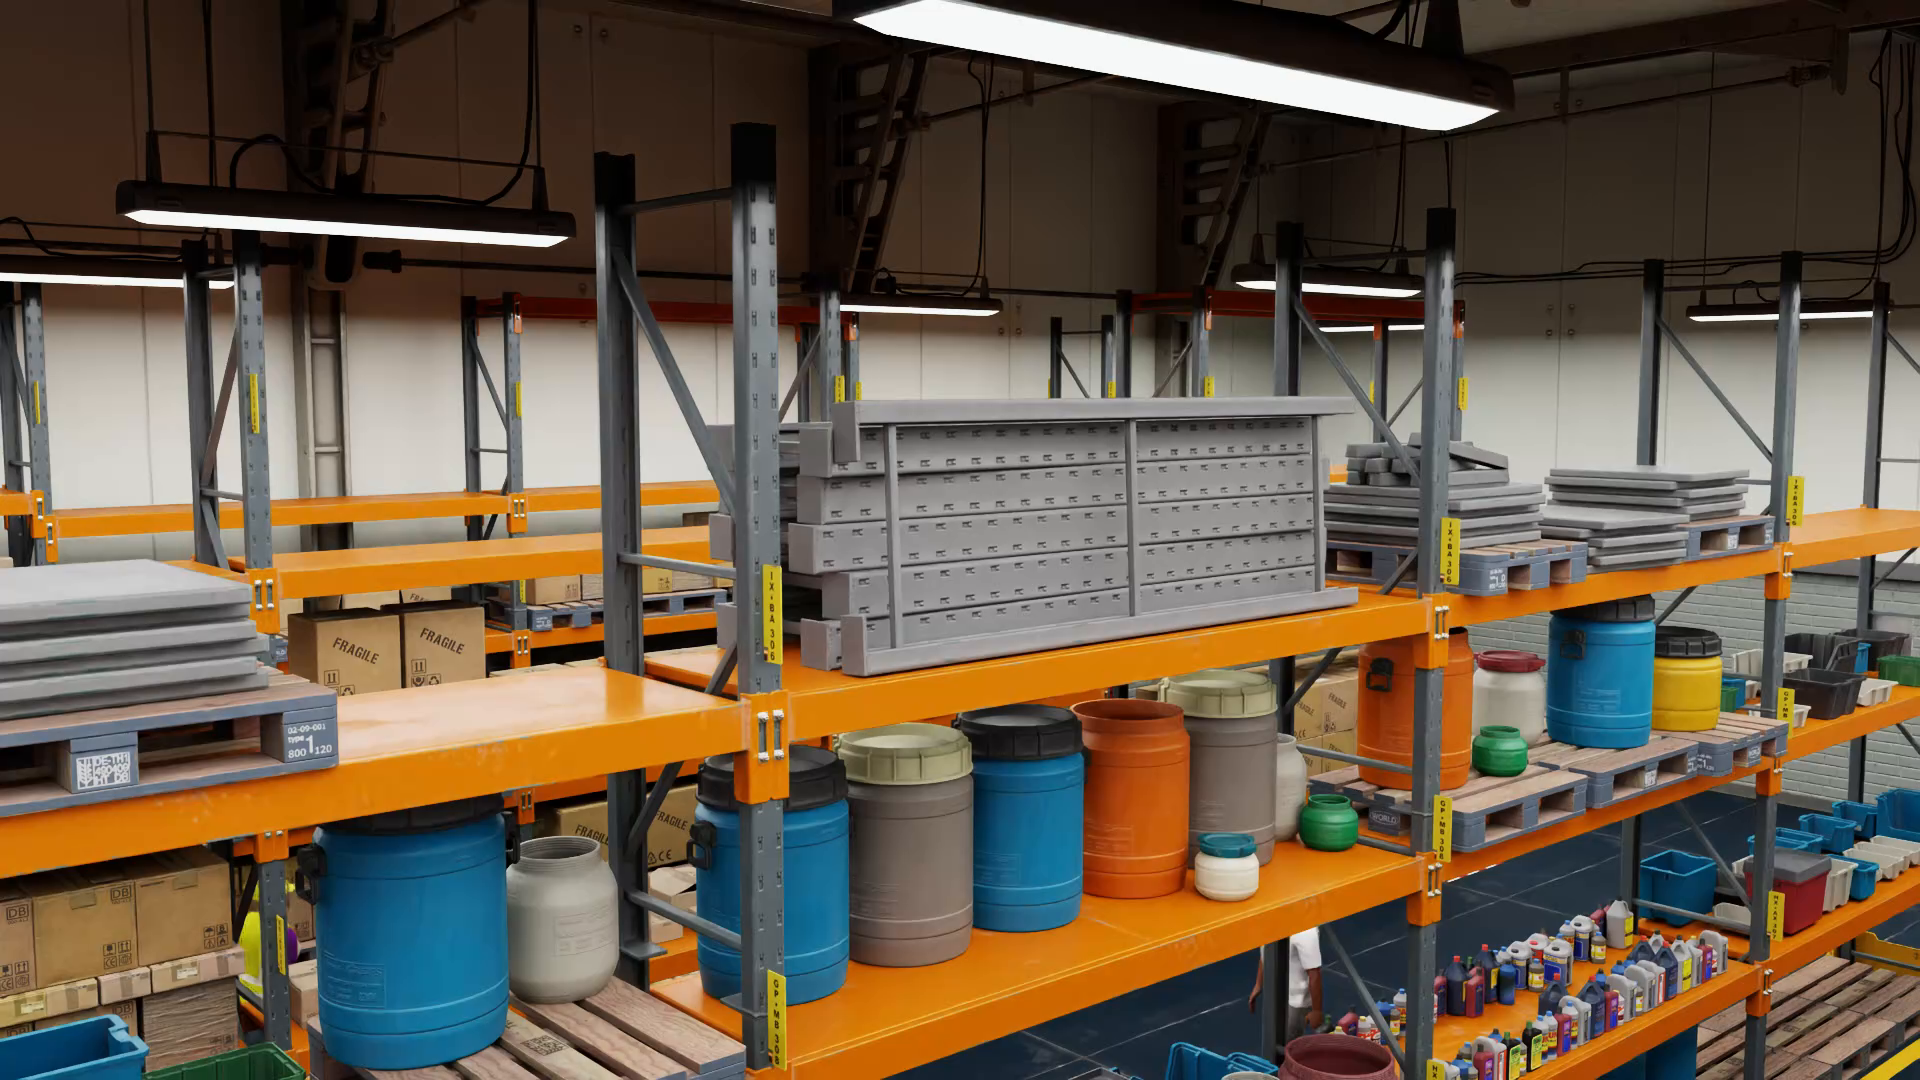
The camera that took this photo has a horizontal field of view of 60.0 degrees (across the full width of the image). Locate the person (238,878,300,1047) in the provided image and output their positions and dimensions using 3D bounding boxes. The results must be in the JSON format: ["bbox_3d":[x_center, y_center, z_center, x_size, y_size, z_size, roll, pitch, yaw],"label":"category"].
[{"bbox_3d":[-4.821,3.222,11.514,0.595,1.803,0.601,5,7,41],"label":"person"}]

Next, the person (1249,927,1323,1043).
[{"bbox_3d":[2.208,3.189,11.563,0.849,1.739,0.606,-1,6,-11],"label":"person"}]
